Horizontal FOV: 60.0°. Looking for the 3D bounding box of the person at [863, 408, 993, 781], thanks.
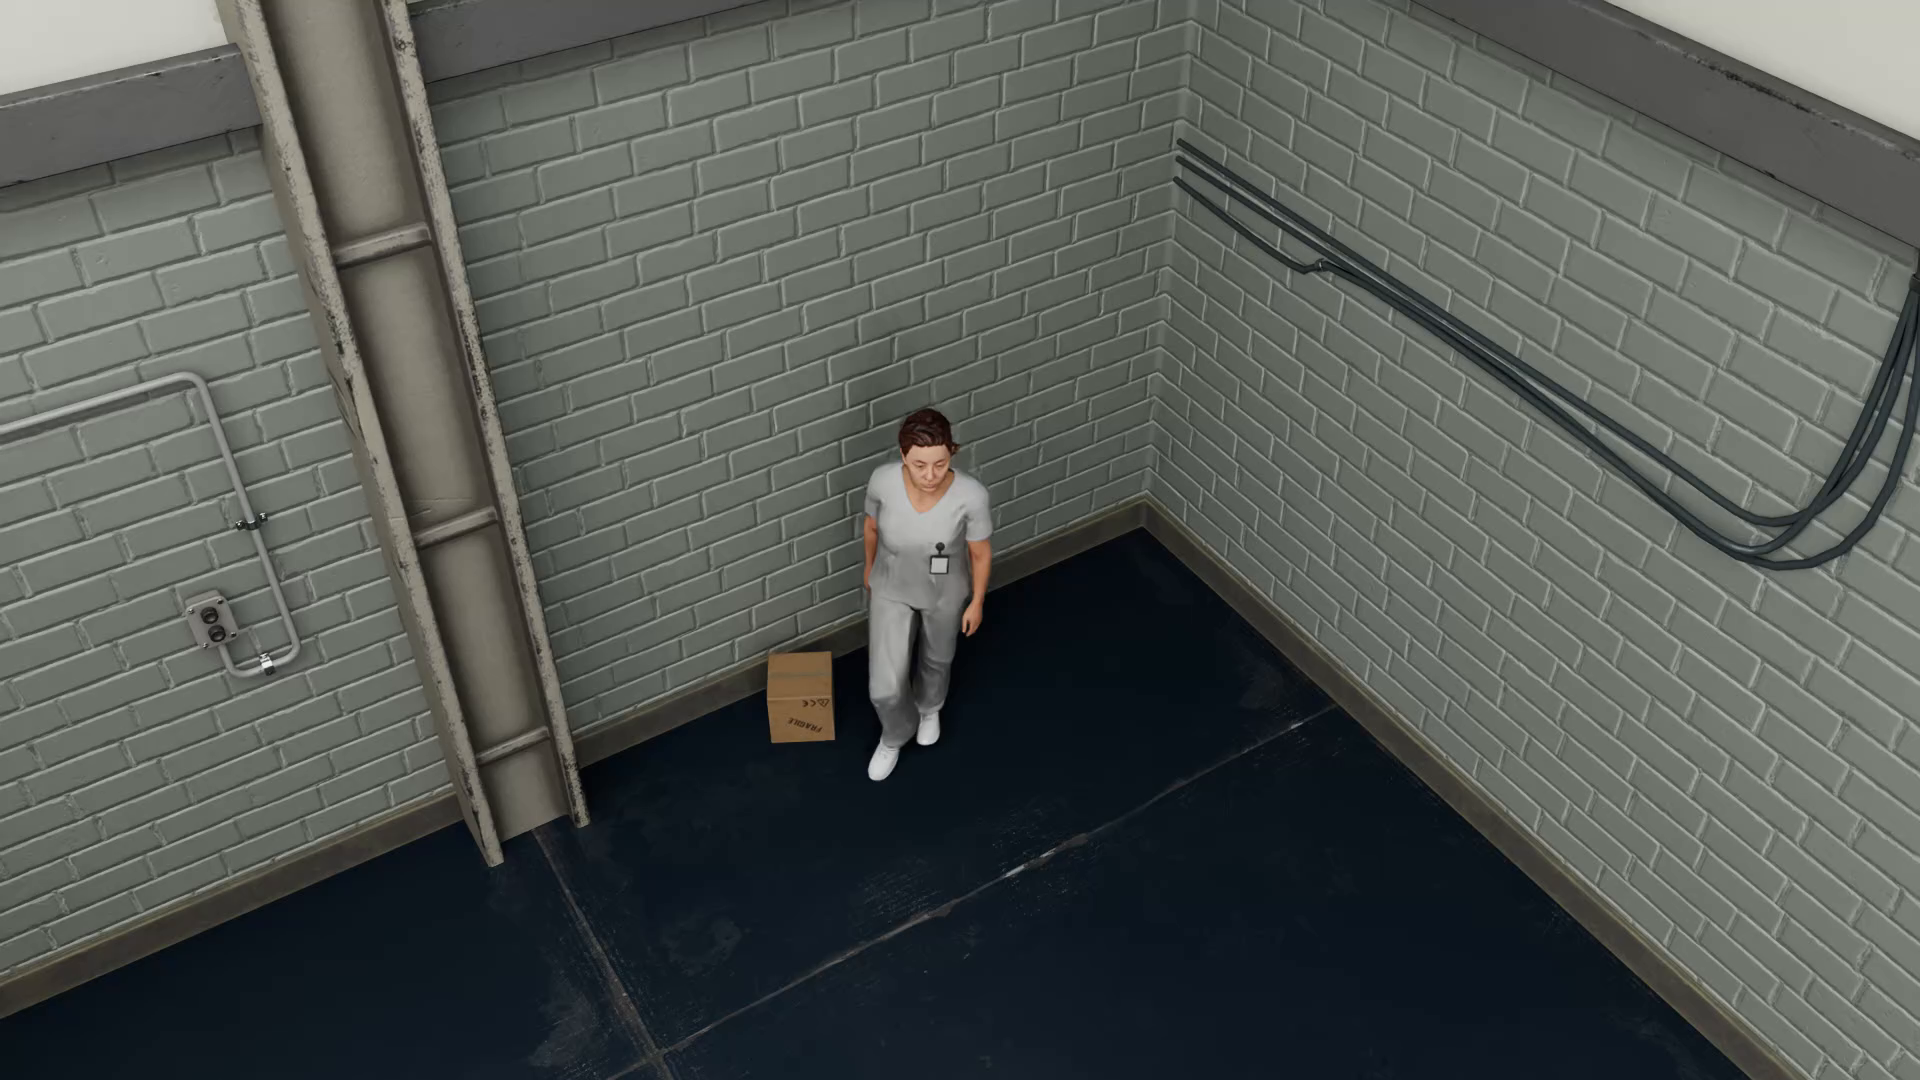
[{"bbox_3d":[-0.119,0.175,5.950,0.472,1.669,0.532,2,41,2],"label":"person"}]
